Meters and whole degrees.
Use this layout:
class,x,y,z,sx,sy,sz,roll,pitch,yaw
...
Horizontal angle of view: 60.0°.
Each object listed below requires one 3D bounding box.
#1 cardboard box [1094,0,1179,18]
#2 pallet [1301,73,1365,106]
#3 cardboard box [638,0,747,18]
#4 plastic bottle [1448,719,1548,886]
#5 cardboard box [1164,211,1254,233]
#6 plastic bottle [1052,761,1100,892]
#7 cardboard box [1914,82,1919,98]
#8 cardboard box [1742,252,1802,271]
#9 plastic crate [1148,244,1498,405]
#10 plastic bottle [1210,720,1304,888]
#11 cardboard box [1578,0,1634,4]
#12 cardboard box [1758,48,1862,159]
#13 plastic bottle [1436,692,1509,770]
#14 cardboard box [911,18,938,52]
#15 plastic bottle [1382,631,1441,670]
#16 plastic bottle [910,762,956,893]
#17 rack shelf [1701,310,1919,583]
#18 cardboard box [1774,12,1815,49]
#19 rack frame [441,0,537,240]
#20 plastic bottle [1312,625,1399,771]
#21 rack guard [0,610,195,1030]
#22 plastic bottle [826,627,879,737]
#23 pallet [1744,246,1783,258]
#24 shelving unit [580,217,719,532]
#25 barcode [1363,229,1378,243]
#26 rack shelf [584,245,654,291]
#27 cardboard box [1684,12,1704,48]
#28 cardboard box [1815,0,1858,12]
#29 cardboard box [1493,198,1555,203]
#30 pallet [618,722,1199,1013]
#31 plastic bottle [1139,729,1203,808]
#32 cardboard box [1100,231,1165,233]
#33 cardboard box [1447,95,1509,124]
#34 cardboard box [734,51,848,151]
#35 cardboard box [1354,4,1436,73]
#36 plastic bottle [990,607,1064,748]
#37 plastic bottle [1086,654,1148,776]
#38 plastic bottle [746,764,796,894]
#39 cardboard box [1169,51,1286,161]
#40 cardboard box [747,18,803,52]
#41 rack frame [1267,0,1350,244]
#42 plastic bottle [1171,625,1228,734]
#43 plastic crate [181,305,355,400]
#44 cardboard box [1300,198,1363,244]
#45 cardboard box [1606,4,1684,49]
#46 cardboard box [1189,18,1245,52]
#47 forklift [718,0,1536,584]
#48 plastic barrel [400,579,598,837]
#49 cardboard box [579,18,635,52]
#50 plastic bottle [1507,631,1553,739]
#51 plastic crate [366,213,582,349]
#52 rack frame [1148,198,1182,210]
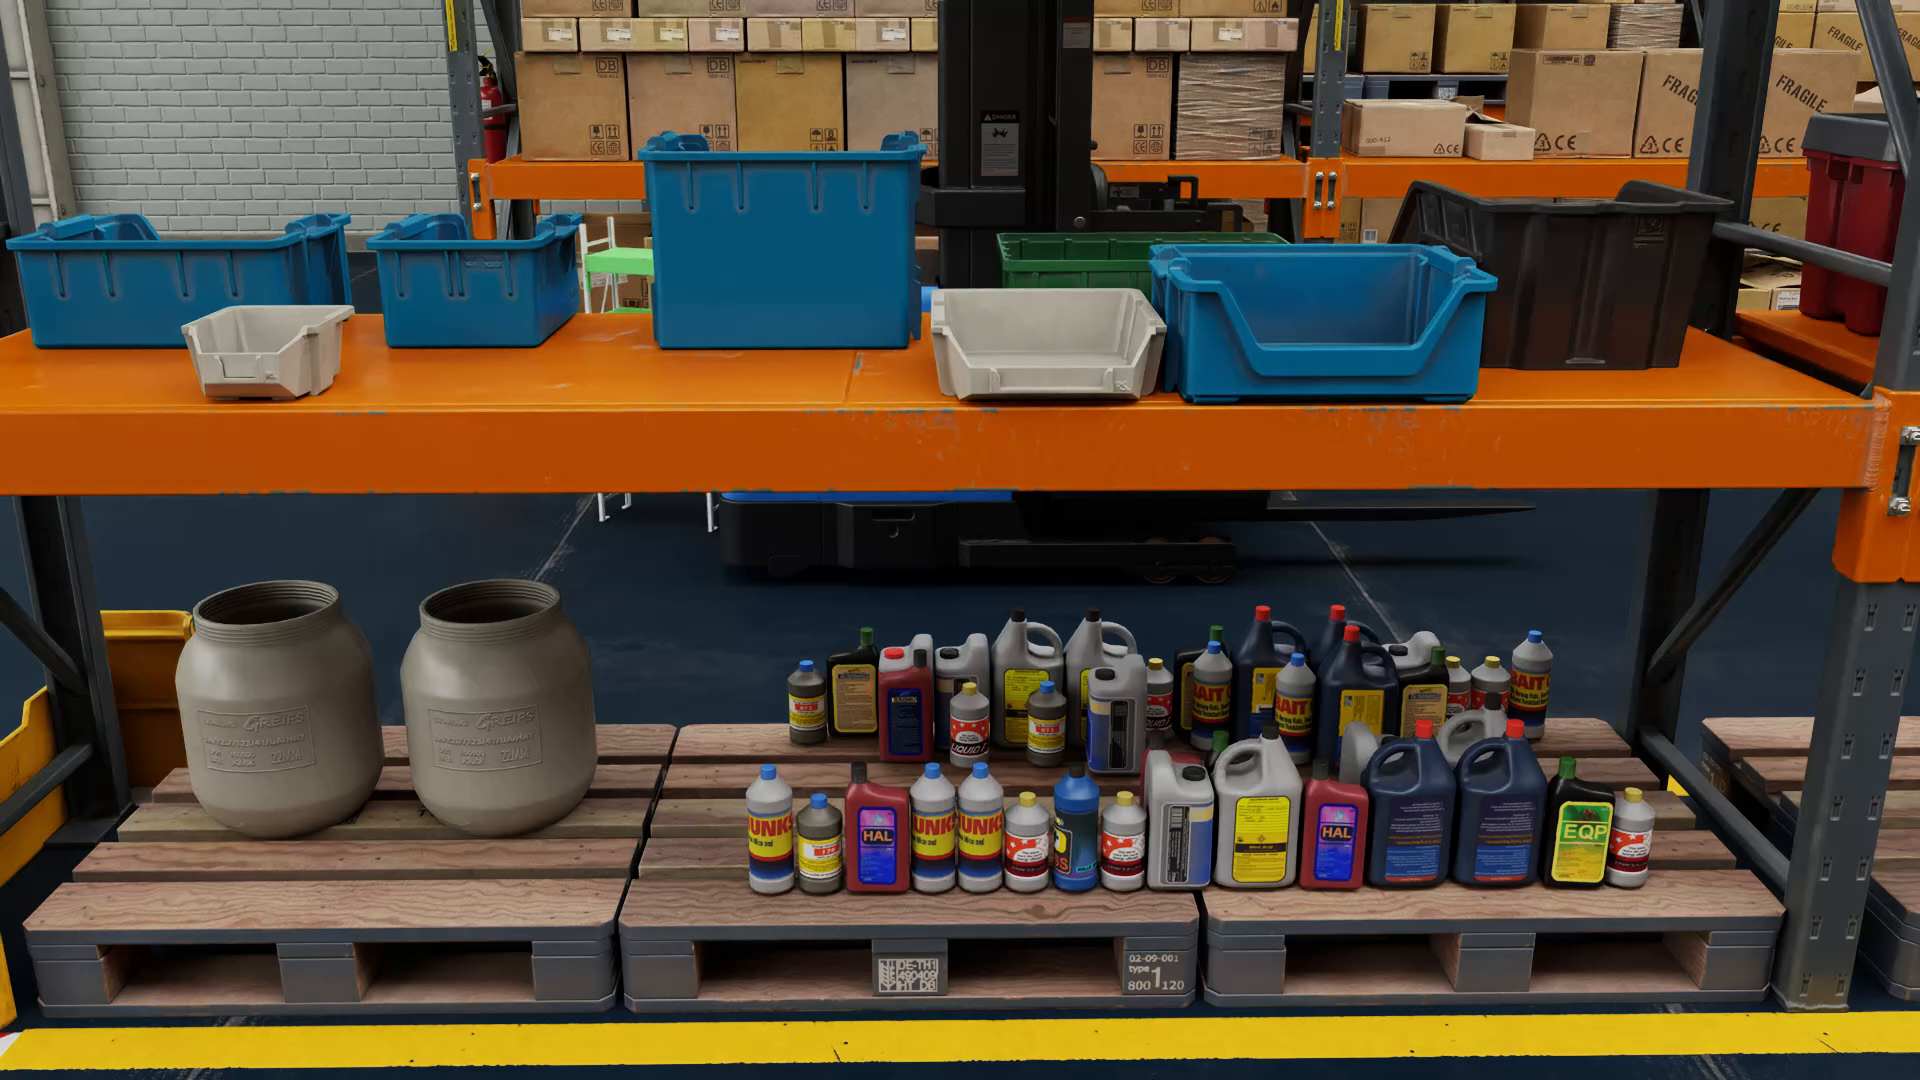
class,x,y,z,sx,sy,sz,roll,pitch,yaw
cardboard box,0.759,-2.765,7.968,0.500,0.500,0.700,0,18,-1
pallet,2.392,-3.487,12.822,1.213,0.211,1.003,0,18,-1
cardboard box,-1.246,-2.755,7.938,0.500,0.500,0.700,-1,18,-2
plastic bottle,1.142,0.549,3.541,0.185,0.351,0.144,-1,18,-2
cardboard box,1.239,-1.448,8.736,0.500,0.500,0.500,0,18,-1
plastic bottle,0.245,0.599,3.517,0.097,0.271,0.097,0,18,0
cardboard box,7.244,-3.474,12.845,0.250,0.149,0.380,0,18,0
cardboard box,4.143,-1.364,8.784,0.500,0.311,0.500,-1,18,-2
plastic crate,0.680,-0.435,3.235,0.616,0.251,0.499,0,18,-1
plastic bottle,0.628,0.552,3.533,0.185,0.351,0.144,0,18,-1
cardboard box,4.959,-4.188,12.746,0.250,0.149,0.380,-3,18,-10
cardboard box,4.029,-2.160,8.207,0.500,0.500,0.500,-1,18,-4
plastic bottle,1.140,0.505,3.678,0.185,0.351,0.144,0,18,-1
cardboard box,-0.096,-2.388,7.856,0.250,0.149,0.380,0,18,1
plastic bottle,1.133,0.371,4.218,0.135,0.276,0.152,0,18,1
plastic bottle,-0.057,0.600,3.512,0.097,0.271,0.097,0,18,0
rack shelf,3.782,-0.261,3.627,4.000,0.370,1.077,0,18,-1
cardboard box,6.115,-3.762,12.680,0.500,0.500,0.500,0,18,1
rack frame,-2.292,-2.087,8.143,0.127,3.000,1.000,0,18,-1
plastic bottle,0.970,0.379,4.070,0.185,0.351,0.144,0,18,-1
rack guard,-2.142,0.601,3.855,0.348,0.500,1.175,0,18,-1
plastic bottle,-0.272,0.361,4.239,0.133,0.283,0.061,0,18,0
pallet,6.414,-2.292,13.346,1.213,0.211,1.003,0,18,-1
shelving unit,-1.194,-0.660,6.641,0.503,1.200,0.258,6,19,17
barcode,1.969,-1.457,7.979,0.075,0.075,0.001,0,18,-1
rack shelf,-1.194,-1.056,6.514,0.480,0.148,0.258,6,19,17
cardboard box,6.093,-3.920,13.174,0.500,0.500,0.500,0,18,-1
cardboard box,6.620,-4.121,12.572,0.500,0.250,0.500,-1,18,-2
cardboard box,4.389,-2.672,13.337,0.500,0.500,0.700,0,18,-1
pallet,-0.113,0.731,3.922,1.213,0.211,1.003,0,18,-1
plastic bottle,0.463,0.551,3.646,0.133,0.283,0.061,0,18,-1
cardboard box,0.747,-1.286,8.233,0.500,0.500,0.500,0,18,-1
cardboard box,2.584,-2.103,8.412,0.258,0.266,0.396,-1,18,-2
cardboard box,-0.804,-2.138,8.137,0.500,0.500,0.700,0,18,0
cardboard box,3.352,-3.882,12.854,0.500,0.500,0.700,2,18,7
plastic bottle,0.168,0.339,4.196,0.185,0.351,0.144,0,18,1
plastic bottle,0.382,0.419,4.069,0.135,0.276,0.152,0,18,-1
plastic bottle,-0.400,0.602,3.507,0.097,0.271,0.097,0,18,0
cardboard box,1.264,-2.150,8.175,0.500,0.500,0.700,-1,18,-2
cardboard box,-0.864,-2.385,7.847,0.250,0.149,0.380,-1,18,-3
rack frame,1.707,-2.106,8.203,0.127,3.000,1.000,0,18,-1
plastic bottle,0.614,0.356,4.252,0.133,0.283,0.061,1,18,2
plastic crate,-1.318,-0.355,3.175,0.250,0.136,0.298,0,18,-1
cardboard box,2.877,-2.665,13.317,0.500,0.500,0.700,-1,18,-2
cardboard box,5.155,-3.890,12.881,0.500,0.500,0.700,-2,18,-7
cardboard box,1.192,-2.396,7.879,0.250,0.149,0.380,-1,18,-2
forklift,0.630,-1.399,6.110,3.031,2.935,1.130,0,18,-1
plastic barrel,-1.060,0.381,3.833,0.421,0.512,0.421,0,18,0
cardboard box,-1.632,-2.382,7.836,0.250,0.149,0.380,-1,18,-2
plastic bottle,1.456,0.364,4.249,0.097,0.271,0.097,0,18,0
plastic crate,-1.073,-0.599,3.747,0.408,0.251,0.499,0,18,-1
rack frame,1.625,-3.619,12.920,0.127,3.000,1.000,0,18,-1
